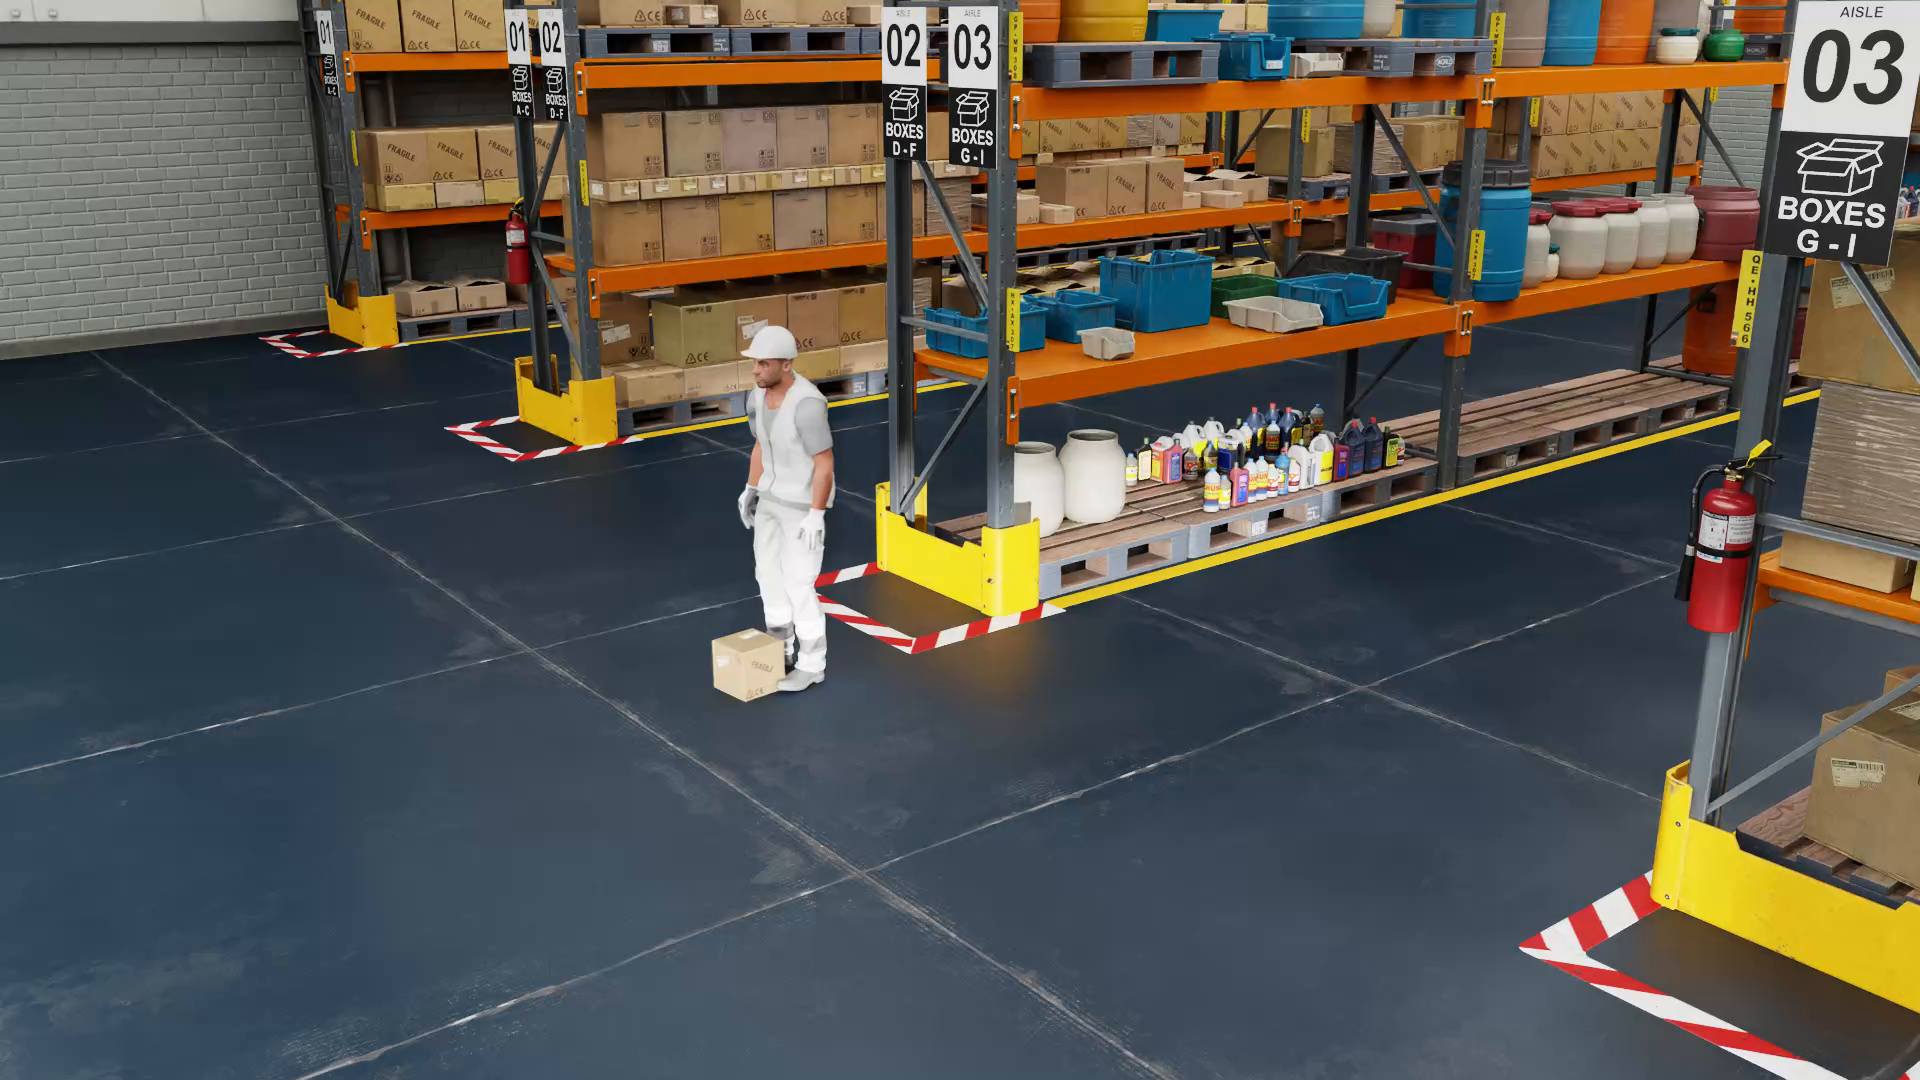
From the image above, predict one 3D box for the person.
[{"bbox_3d":[-0.840,-0.158,8.022,0.445,1.781,0.622,-15,23,-39],"label":"person"}]
